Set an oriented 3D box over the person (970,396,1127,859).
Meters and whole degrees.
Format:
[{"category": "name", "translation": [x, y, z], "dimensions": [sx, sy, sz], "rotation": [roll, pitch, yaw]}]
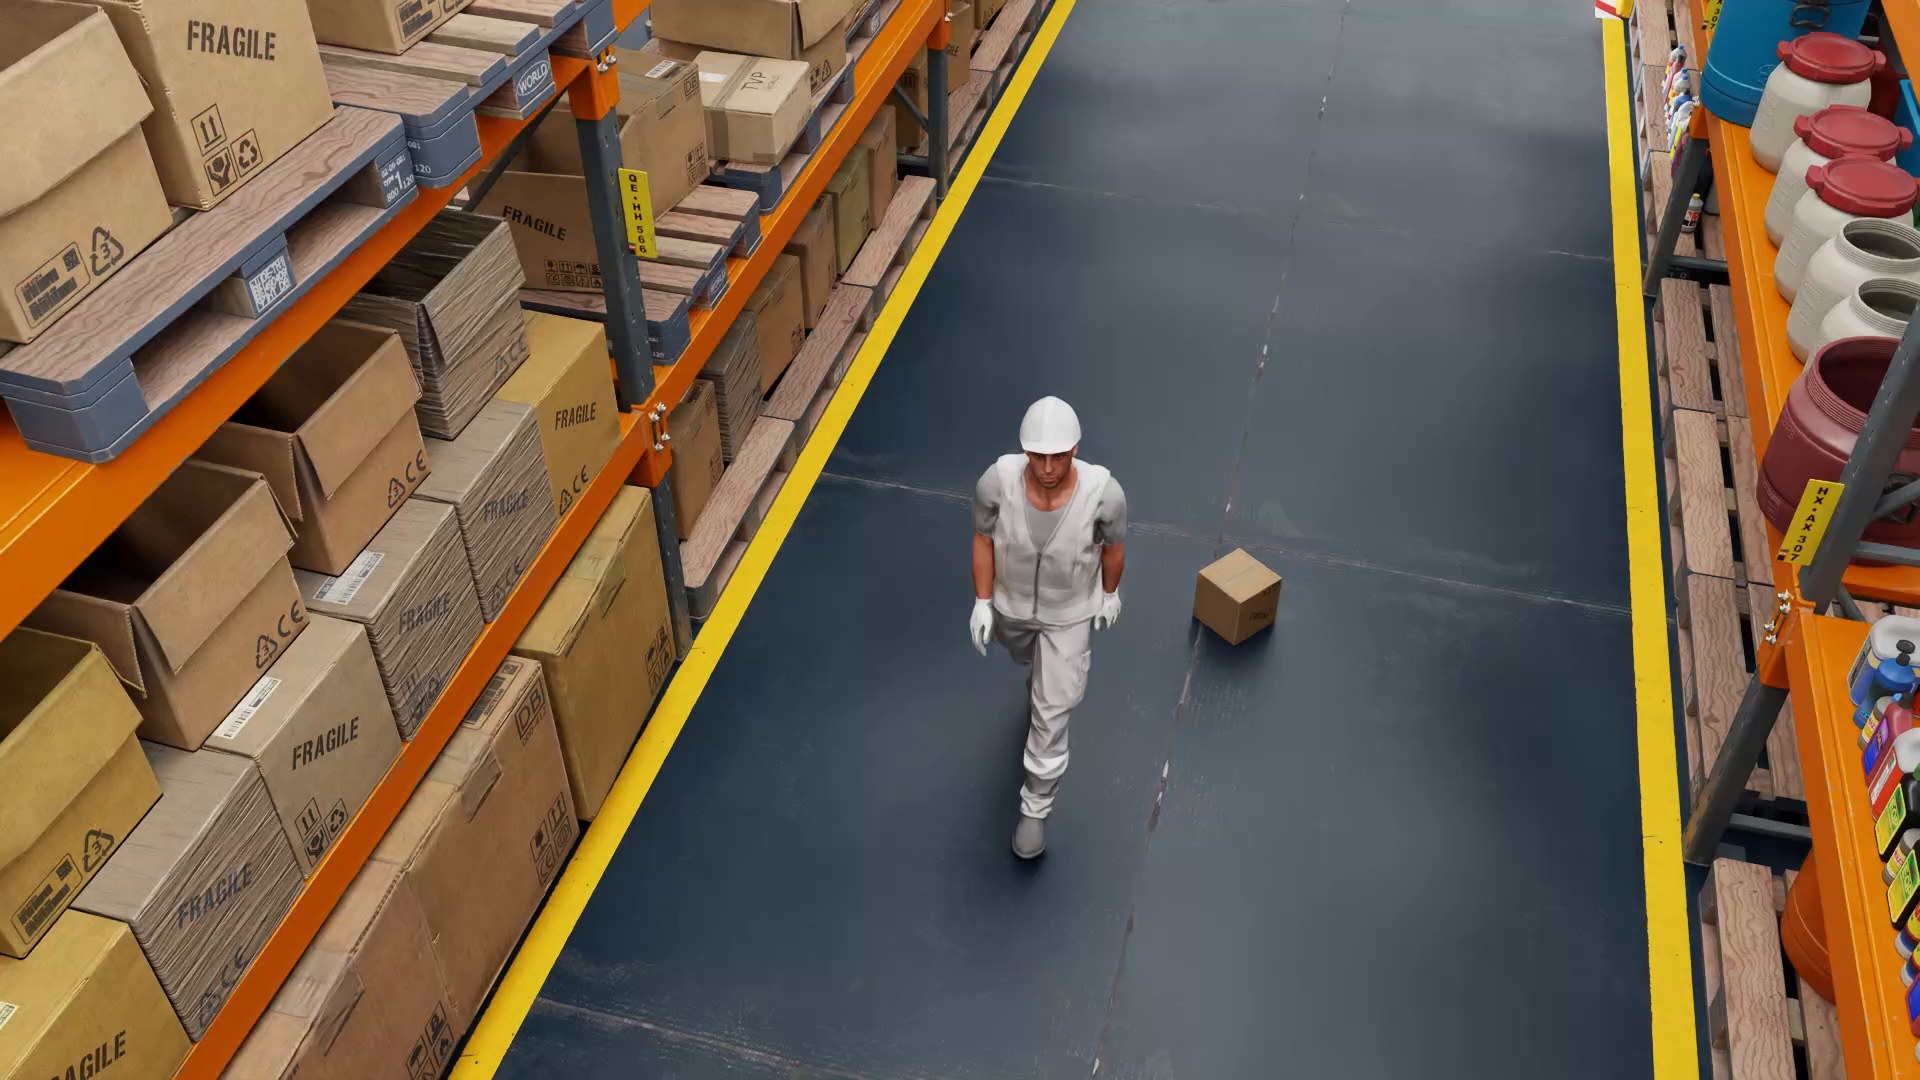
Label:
[{"category": "person", "translation": [0.304, 0.203, 5.916], "dimensions": [0.519, 1.748, 1.071], "rotation": [11, 42, 13]}]
